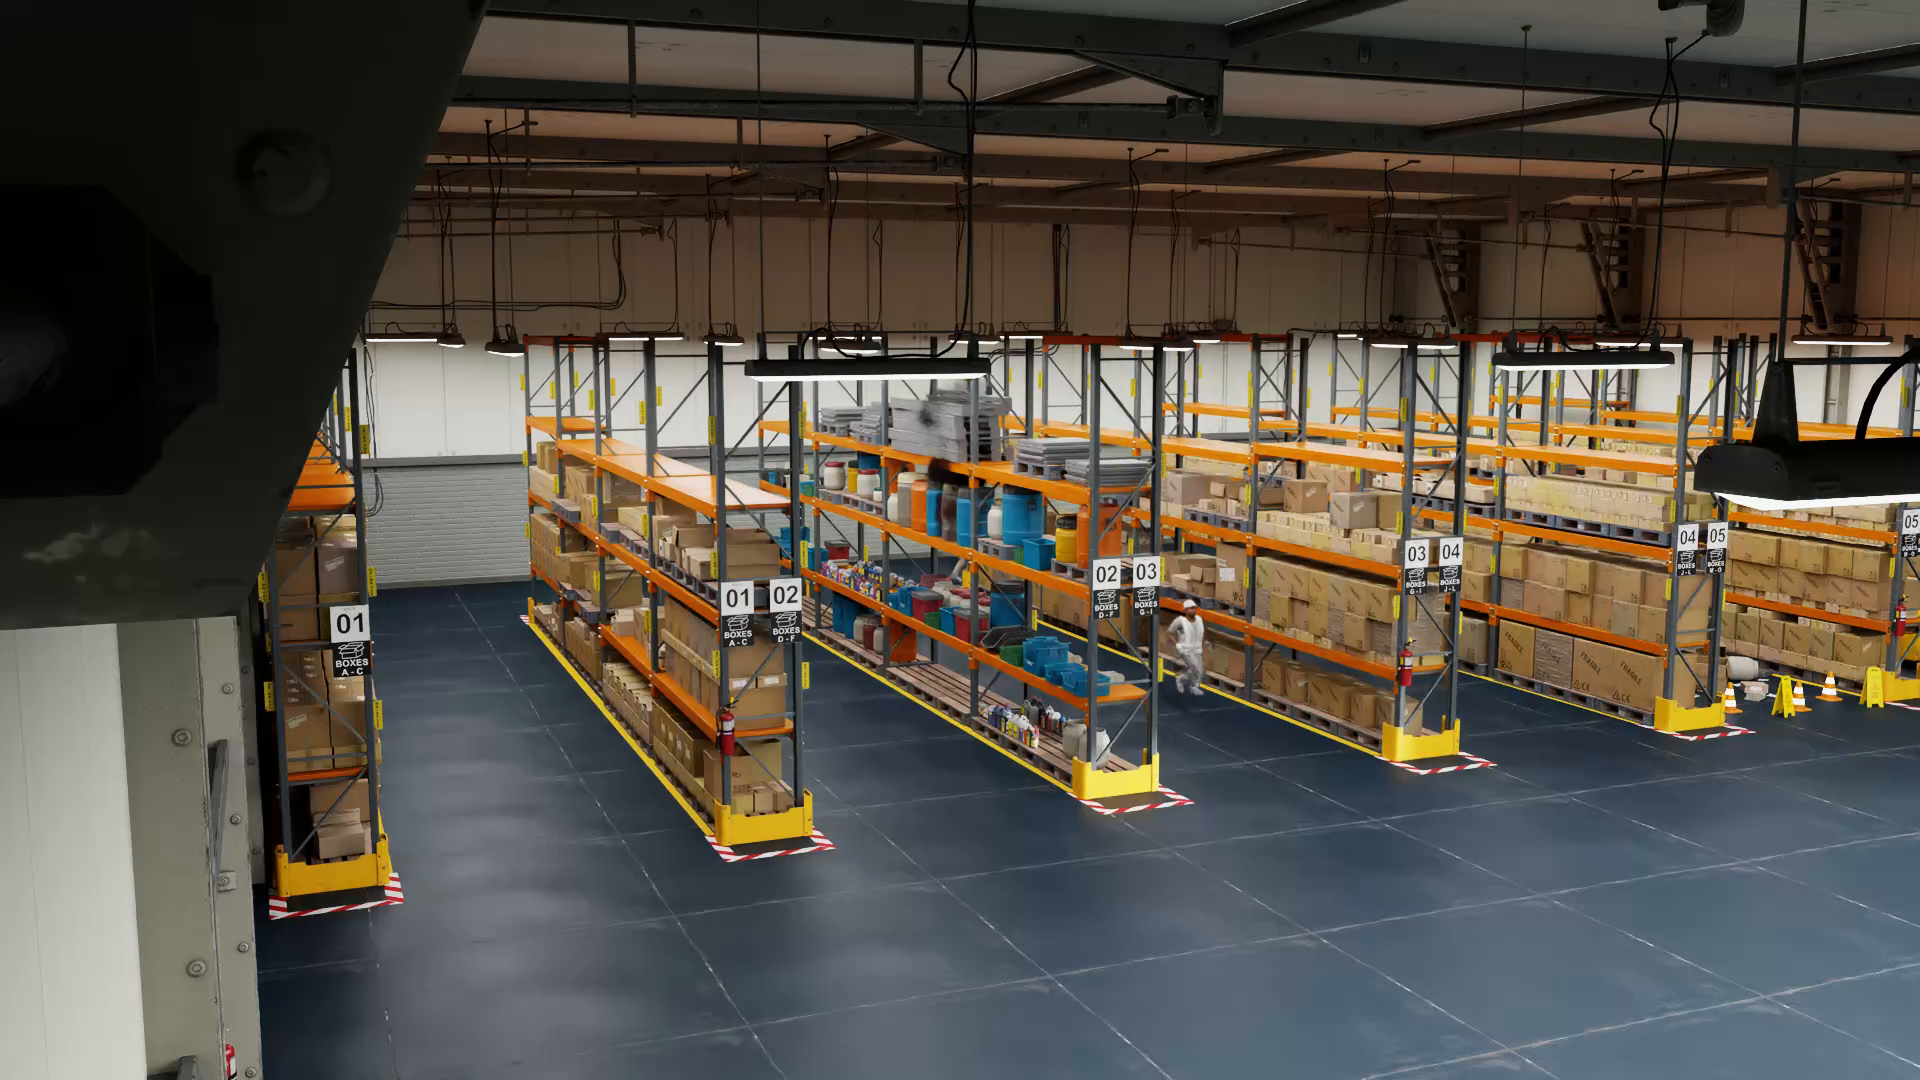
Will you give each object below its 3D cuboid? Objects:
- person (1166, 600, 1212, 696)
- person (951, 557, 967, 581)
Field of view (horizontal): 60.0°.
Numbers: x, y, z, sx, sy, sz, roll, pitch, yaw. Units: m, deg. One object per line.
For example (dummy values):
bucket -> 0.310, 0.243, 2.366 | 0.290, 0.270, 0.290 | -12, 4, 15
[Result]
person -> 3.723, 1.766, 27.017 | 0.680, 1.608, 0.869 | -4, 9, -29
person -> 0.186, 0.192, 39.891 | 0.794, 1.803, 0.629 | -1, 8, -4
